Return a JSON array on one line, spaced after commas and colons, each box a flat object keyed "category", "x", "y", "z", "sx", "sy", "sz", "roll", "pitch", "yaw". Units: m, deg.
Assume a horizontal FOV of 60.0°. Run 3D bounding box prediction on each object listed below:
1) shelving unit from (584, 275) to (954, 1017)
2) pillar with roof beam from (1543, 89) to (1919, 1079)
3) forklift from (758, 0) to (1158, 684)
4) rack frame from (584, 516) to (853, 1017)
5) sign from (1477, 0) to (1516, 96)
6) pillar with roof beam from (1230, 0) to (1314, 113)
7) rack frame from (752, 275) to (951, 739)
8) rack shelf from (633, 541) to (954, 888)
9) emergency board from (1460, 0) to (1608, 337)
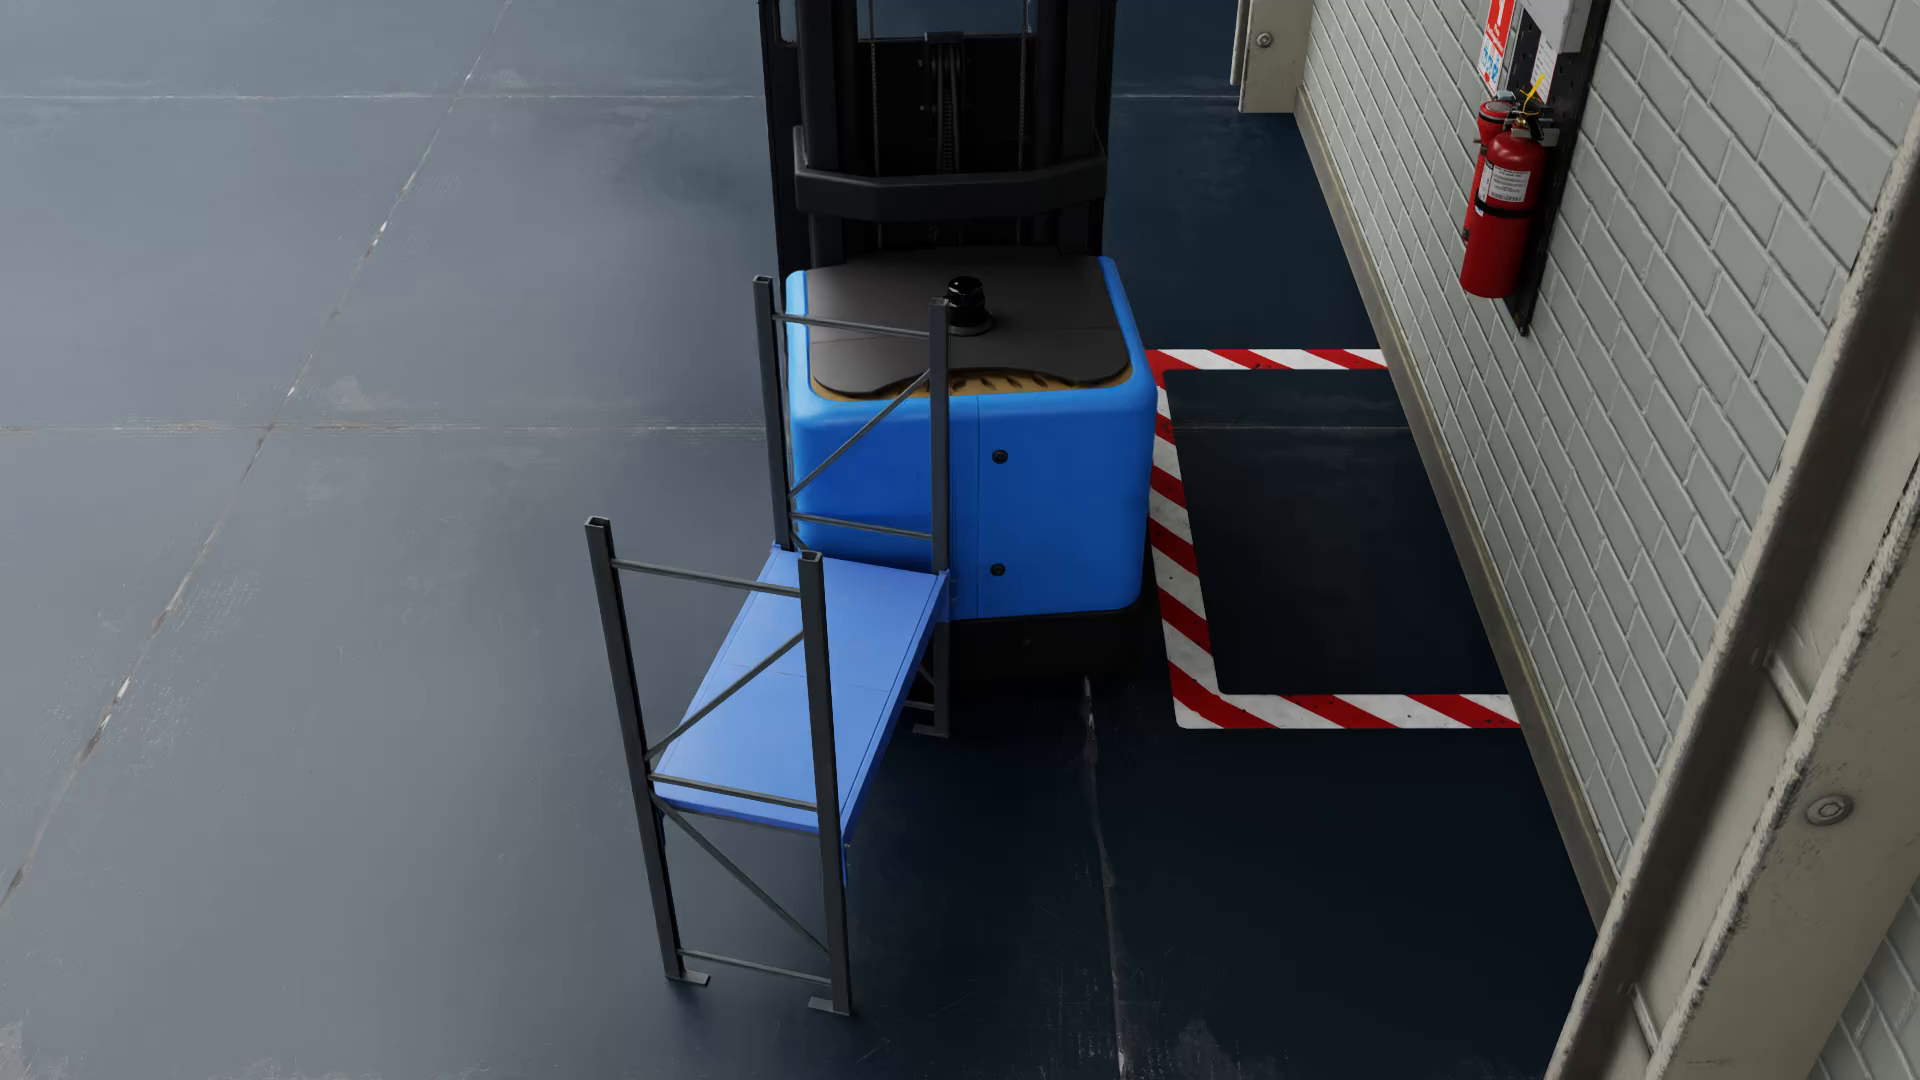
[{"category": "shelving unit", "x": -0.397, "y": 0.274, "z": 4.209, "sx": 0.538, "sy": 1.500, "sz": 1.048, "roll": 9, "pitch": 40, "yaw": 11}, {"category": "pillar with roof beam", "x": -2.719, "y": -2.057, "z": 1.121, "sx": 9.100, "sy": 9.000, "sz": 0.400, "roll": 0, "pitch": 39, "yaw": 0}, {"category": "forklift", "x": -0.093, "y": -1.601, "z": 5.404, "sx": 1.130, "sy": 2.935, "sz": 3.031, "roll": -3, "pitch": 39, "yaw": -4}, {"category": "rack frame", "x": -0.521, "y": 0.582, "z": 3.824, "sx": 0.500, "sy": 1.500, "sz": 0.032, "roll": 9, "pitch": 40, "yaw": 11}, {"category": "sign", "x": 1.724, "y": -1.624, "z": 5.349, "sx": 0.001, "sy": 0.329, "sz": 0.234, "roll": 0, "pitch": 39, "yaw": 0}, {"category": "pillar with roof beam", "x": -2.726, "y": -5.809, "z": 5.803, "sx": 9.100, "sy": 9.000, "sz": 0.400, "roll": 0, "pitch": 39, "yaw": 0}, {"category": "rack frame", "x": -0.274, "y": -0.035, "z": 4.594, "sx": 0.500, "sy": 1.500, "sz": 0.032, "roll": 9, "pitch": 40, "yaw": 11}, {"category": "rack shelf", "x": -0.397, "y": 0.414, "z": 4.322, "sx": 0.538, "sy": 0.185, "sz": 1.000, "roll": 9, "pitch": 40, "yaw": 11}, {"category": "emergency board", "x": 1.621, "y": -1.264, "z": 4.929, "sx": 0.194, "sy": 1.169, "sz": 0.643, "roll": 0, "pitch": 39, "yaw": 0}]
